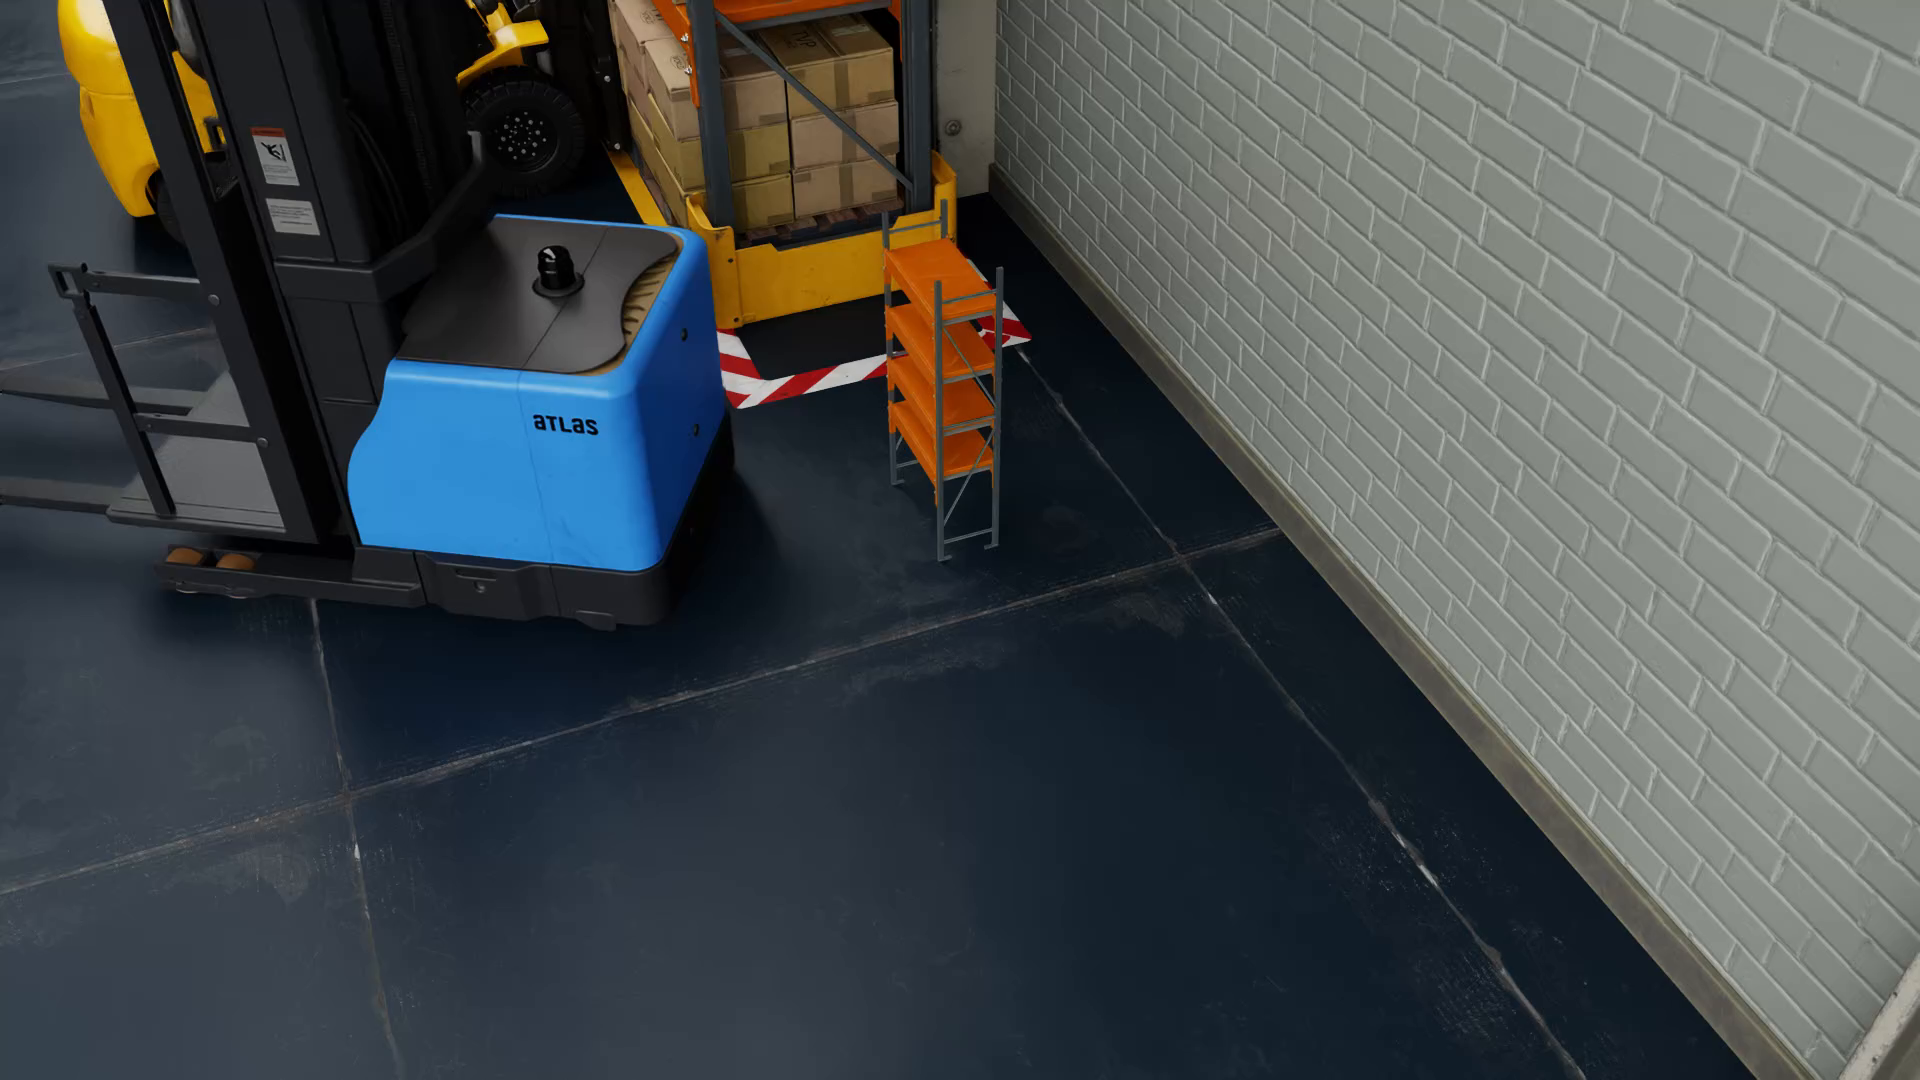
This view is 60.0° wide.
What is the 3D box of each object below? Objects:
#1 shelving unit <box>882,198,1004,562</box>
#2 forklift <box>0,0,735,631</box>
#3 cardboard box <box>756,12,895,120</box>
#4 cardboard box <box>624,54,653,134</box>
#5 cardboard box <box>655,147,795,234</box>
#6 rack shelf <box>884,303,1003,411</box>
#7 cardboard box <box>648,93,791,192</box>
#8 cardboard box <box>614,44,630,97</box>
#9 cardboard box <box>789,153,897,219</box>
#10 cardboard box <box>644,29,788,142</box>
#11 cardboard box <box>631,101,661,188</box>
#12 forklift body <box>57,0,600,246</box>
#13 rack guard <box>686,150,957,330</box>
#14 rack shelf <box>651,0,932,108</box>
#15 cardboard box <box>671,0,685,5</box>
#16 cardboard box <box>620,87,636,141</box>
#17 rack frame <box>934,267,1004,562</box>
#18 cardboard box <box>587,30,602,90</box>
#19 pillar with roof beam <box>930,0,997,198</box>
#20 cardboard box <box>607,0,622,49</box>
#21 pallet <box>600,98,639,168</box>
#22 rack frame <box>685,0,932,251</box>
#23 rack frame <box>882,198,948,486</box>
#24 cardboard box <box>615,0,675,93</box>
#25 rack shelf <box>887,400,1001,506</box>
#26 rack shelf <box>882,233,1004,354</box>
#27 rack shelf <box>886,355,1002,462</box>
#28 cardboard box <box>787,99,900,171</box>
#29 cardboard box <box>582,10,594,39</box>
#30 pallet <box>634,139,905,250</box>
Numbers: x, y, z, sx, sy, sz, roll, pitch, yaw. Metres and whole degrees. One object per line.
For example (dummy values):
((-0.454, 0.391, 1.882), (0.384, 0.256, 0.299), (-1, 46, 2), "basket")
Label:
((-0.063, -0.555, 5.975), (0.258, 1.200, 0.503), (-15, 43, -17), "shelving unit")
((-2.441, -1.233, 5.436), (3.031, 2.935, 1.130), (6, 41, 6), "forklift")
((-0.618, -2.148, 7.467), (0.500, 0.250, 0.500), (-16, 43, -18), "cardboard box")
((-1.266, -2.142, 7.843), (0.500, 0.250, 0.500), (-16, 43, -17), "cardboard box")
((-1.081, -1.636, 7.639), (0.500, 0.250, 0.500), (-15, 43, -17), "cardboard box")
((-0.063, -0.673, 5.873), (0.258, 0.148, 0.480), (-15, 43, -17), "rack shelf")
((-1.084, -1.837, 7.489), (0.500, 0.250, 0.500), (-16, 43, -17), "cardboard box")
((-1.483, -2.447, 8.199), (0.500, 0.250, 0.500), (-16, 43, -18), "cardboard box")
((-0.616, -1.777, 7.802), (0.500, 0.250, 0.500), (-15, 43, -17), "cardboard box")
((-1.073, -2.011, 7.308), (0.500, 0.250, 0.500), (-14, 43, -15), "cardboard box")
((-1.262, -1.938, 7.990), (0.500, 0.250, 0.500), (-15, 43, -17), "cardboard box")
((-3.020, -2.681, 7.718), (2.313, 2.155, 1.214), (-15, 43, -17), "forklift body")
((-0.600, -1.353, 7.440), (1.175, 0.500, 0.348), (-15, 43, -17), "rack guard")
((-1.374, -3.247, 8.277), (1.077, 0.370, 4.000), (-15, 43, -17), "rack shelf")
((-1.040, -2.584, 6.878), (0.500, 0.500, 0.500), (-16, 43, -18), "cardboard box")
((-1.445, -2.242, 8.343), (0.500, 0.250, 0.500), (-15, 43, -16), "cardboard box")
((0.030, -0.408, 5.804), (0.240, 1.200, 0.015), (-15, 43, -17), "rack frame")
((-1.665, -2.549, 8.701), (0.500, 0.250, 0.500), (-14, 43, -16), "cardboard box")
((-4.020, -4.160, 4.186), (9.100, 9.000, 0.400), (-15, 43, -17), "pillar with roof beam")
((-1.476, -2.618, 8.014), (0.500, 0.250, 0.500), (-15, 43, -16), "cardboard box")
((-1.403, -2.442, 8.928), (1.003, 0.211, 1.213), (-15, 43, -17), "pallet")
((-0.609, -2.315, 6.642), (1.000, 3.000, 0.127), (-15, 43, -17), "rack frame")
((-0.157, -0.702, 6.146), (0.240, 1.200, 0.015), (-15, 43, -17), "rack frame")
((-1.274, -2.317, 7.664), (0.500, 0.250, 0.500), (-14, 43, -16), "cardboard box")
((-0.063, -0.353, 6.148), (0.258, 0.148, 0.480), (-15, 43, -17), "rack shelf")
((-0.063, -0.853, 5.719), (0.258, 0.148, 0.480), (-15, 43, -17), "rack shelf")
((-0.063, -0.504, 6.019), (0.258, 0.148, 0.480), (-15, 43, -17), "rack shelf")
((-0.597, -1.957, 7.628), (0.500, 0.250, 0.500), (-14, 43, -16), "cardboard box")
((-1.671, -2.750, 8.550), (0.500, 0.250, 0.500), (-15, 43, -17), "cardboard box")
((-0.940, -1.708, 8.075), (1.003, 0.211, 1.213), (-15, 43, -17), "pallet")
